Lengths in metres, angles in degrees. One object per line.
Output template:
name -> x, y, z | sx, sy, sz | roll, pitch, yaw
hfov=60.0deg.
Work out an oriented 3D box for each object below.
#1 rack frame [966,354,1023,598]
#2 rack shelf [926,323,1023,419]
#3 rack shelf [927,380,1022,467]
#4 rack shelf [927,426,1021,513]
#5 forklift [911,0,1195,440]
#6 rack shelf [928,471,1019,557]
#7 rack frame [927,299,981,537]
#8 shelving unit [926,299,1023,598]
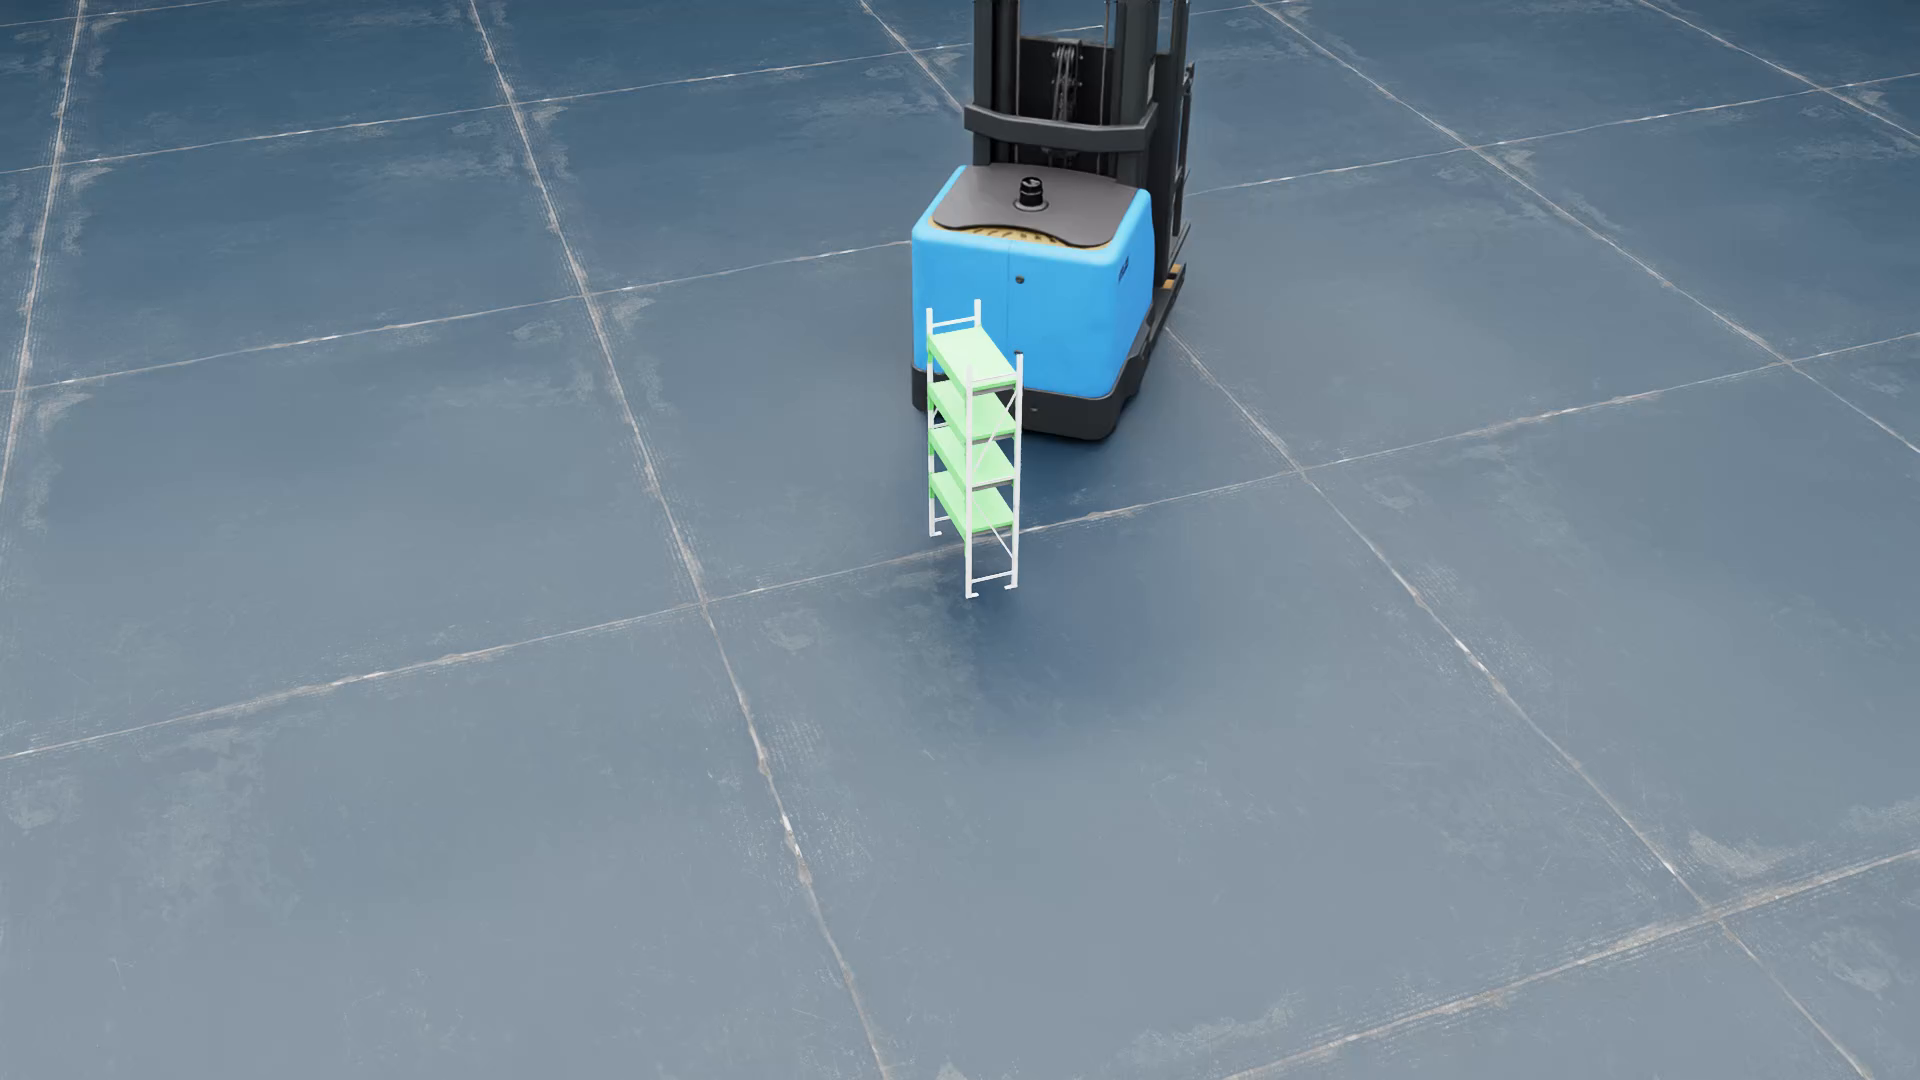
rack frame -> 0.141, -0.248, 7.082 | 0.240, 1.200, 0.015 | -12, 39, -16
rack shelf -> 0.057, -0.718, 7.015 | 0.258, 0.148, 0.480 | -12, 39, -16
rack shelf -> 0.057, -0.526, 7.159 | 0.258, 0.148, 0.480 | -12, 39, -16
rack shelf -> 0.057, -0.335, 7.303 | 0.258, 0.148, 0.480 | -12, 39, -16
forklift -> 0.678, -2.559, 8.712 | 1.130, 2.935, 3.031 | 11, 38, 14
rack shelf -> 0.057, -0.143, 7.448 | 0.258, 0.148, 0.480 | -12, 39, -16
rack frame -> -0.027, -0.524, 7.448 | 0.240, 1.200, 0.015 | -12, 39, -16
shelving unit -> 0.057, -0.386, 7.265 | 0.258, 1.200, 0.503 | -12, 39, -16
